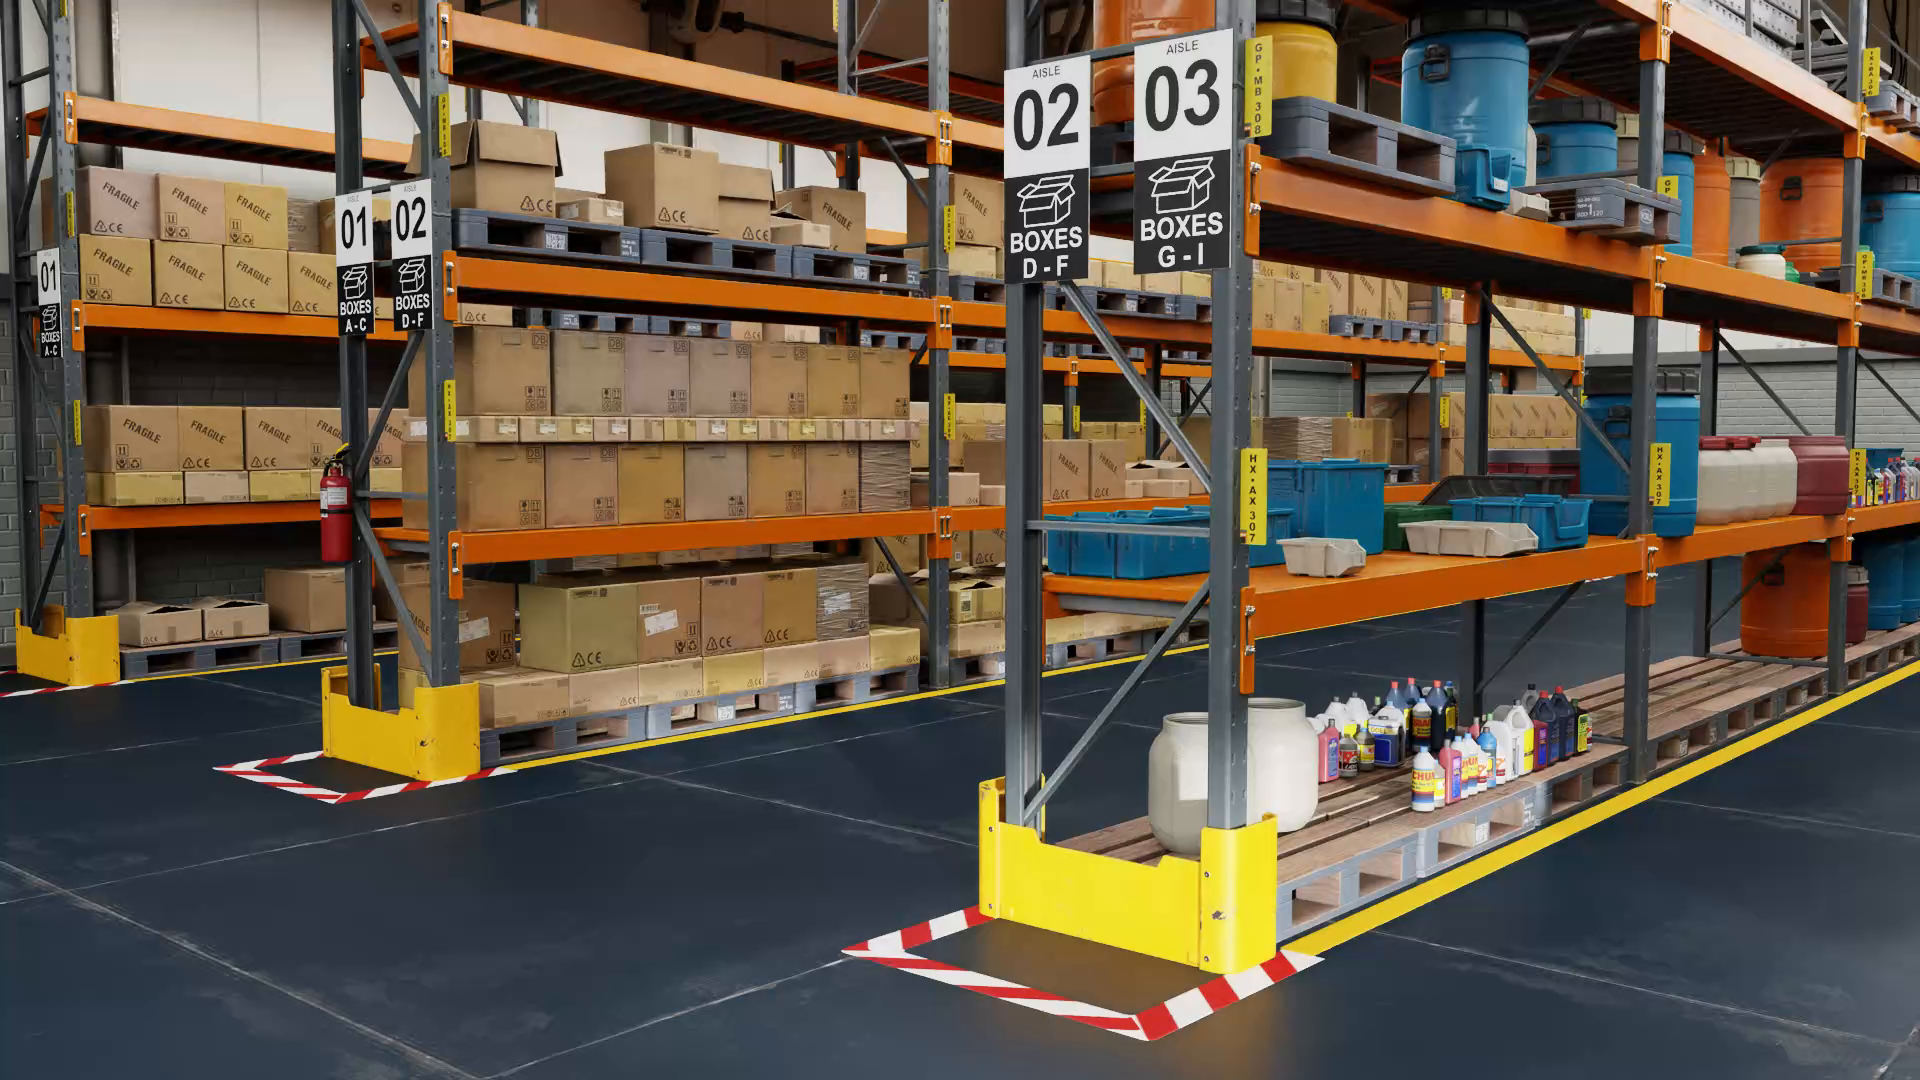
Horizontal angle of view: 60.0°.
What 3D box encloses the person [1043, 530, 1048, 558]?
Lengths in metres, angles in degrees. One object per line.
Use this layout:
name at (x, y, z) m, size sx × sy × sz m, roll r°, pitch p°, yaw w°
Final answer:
person at (1.027, -0.078, 16.930) m, size 0.530 × 1.697 × 0.462 m, roll 3°, pitch 5°, yaw 38°
